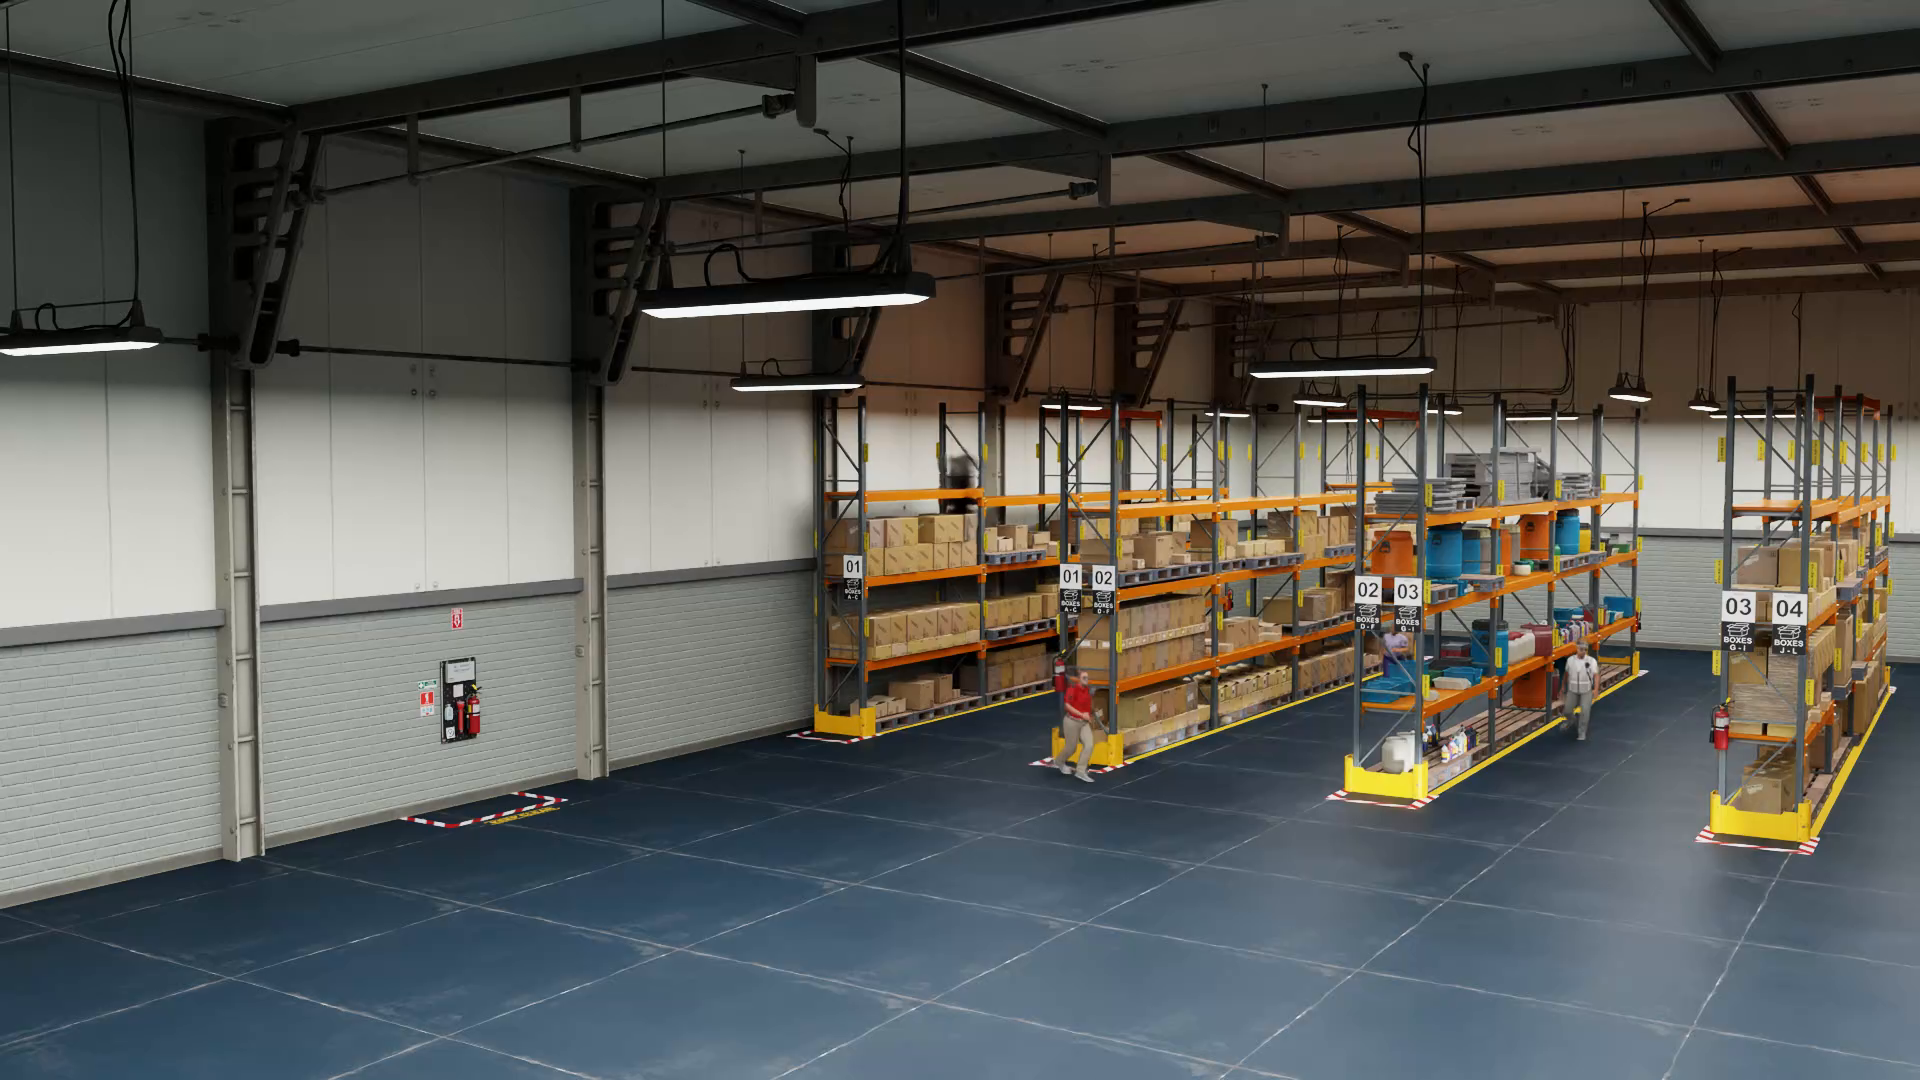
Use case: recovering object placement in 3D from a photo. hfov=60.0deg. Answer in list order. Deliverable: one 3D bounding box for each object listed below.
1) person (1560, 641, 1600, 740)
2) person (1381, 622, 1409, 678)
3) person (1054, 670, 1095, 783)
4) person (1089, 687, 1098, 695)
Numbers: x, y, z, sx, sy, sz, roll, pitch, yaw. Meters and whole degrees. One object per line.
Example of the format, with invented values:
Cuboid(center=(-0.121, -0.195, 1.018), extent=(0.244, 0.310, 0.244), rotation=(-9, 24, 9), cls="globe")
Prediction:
Cuboid(center=(10.834, 2.609, 29.074), extent=(0.721, 1.736, 0.682), rotation=(2, 4, 32), cls="person")
Cuboid(center=(8.590, 2.463, 32.862), extent=(0.556, 1.694, 0.825), rotation=(1, 3, 22), cls="person")
Cuboid(center=(1.721, 2.820, 25.406), extent=(0.630, 1.711, 0.814), rotation=(-3, 4, -42), cls="person")
Cuboid(center=(2.646, 2.544, 30.893), extent=(0.559, 1.733, 0.729), rotation=(2, 4, 31), cls="person")
